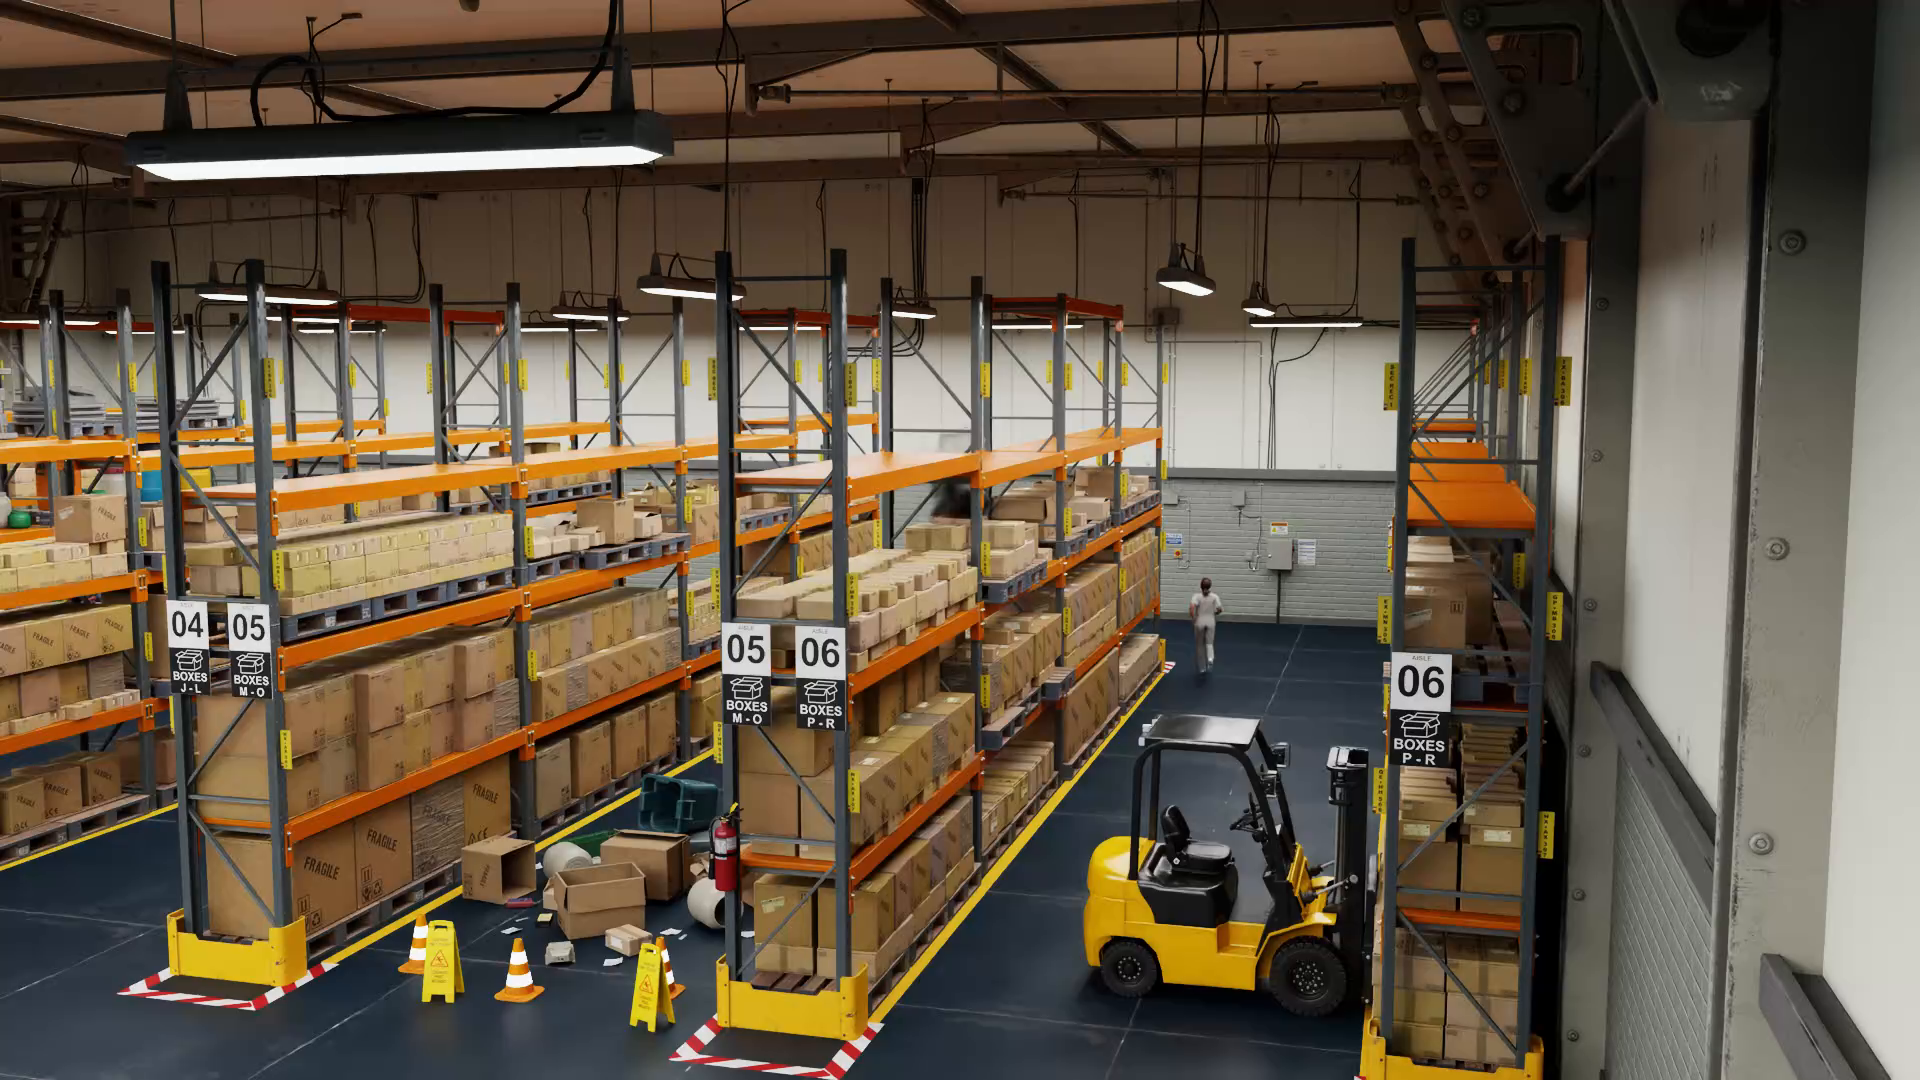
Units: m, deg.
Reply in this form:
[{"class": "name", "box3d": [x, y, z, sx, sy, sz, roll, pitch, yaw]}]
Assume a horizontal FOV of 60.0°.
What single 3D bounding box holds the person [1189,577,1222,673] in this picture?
[{"class": "person", "box3d": [4.048, 1.446, 27.490, 0.564, 1.633, 0.918, 0, 6, 2]}]
